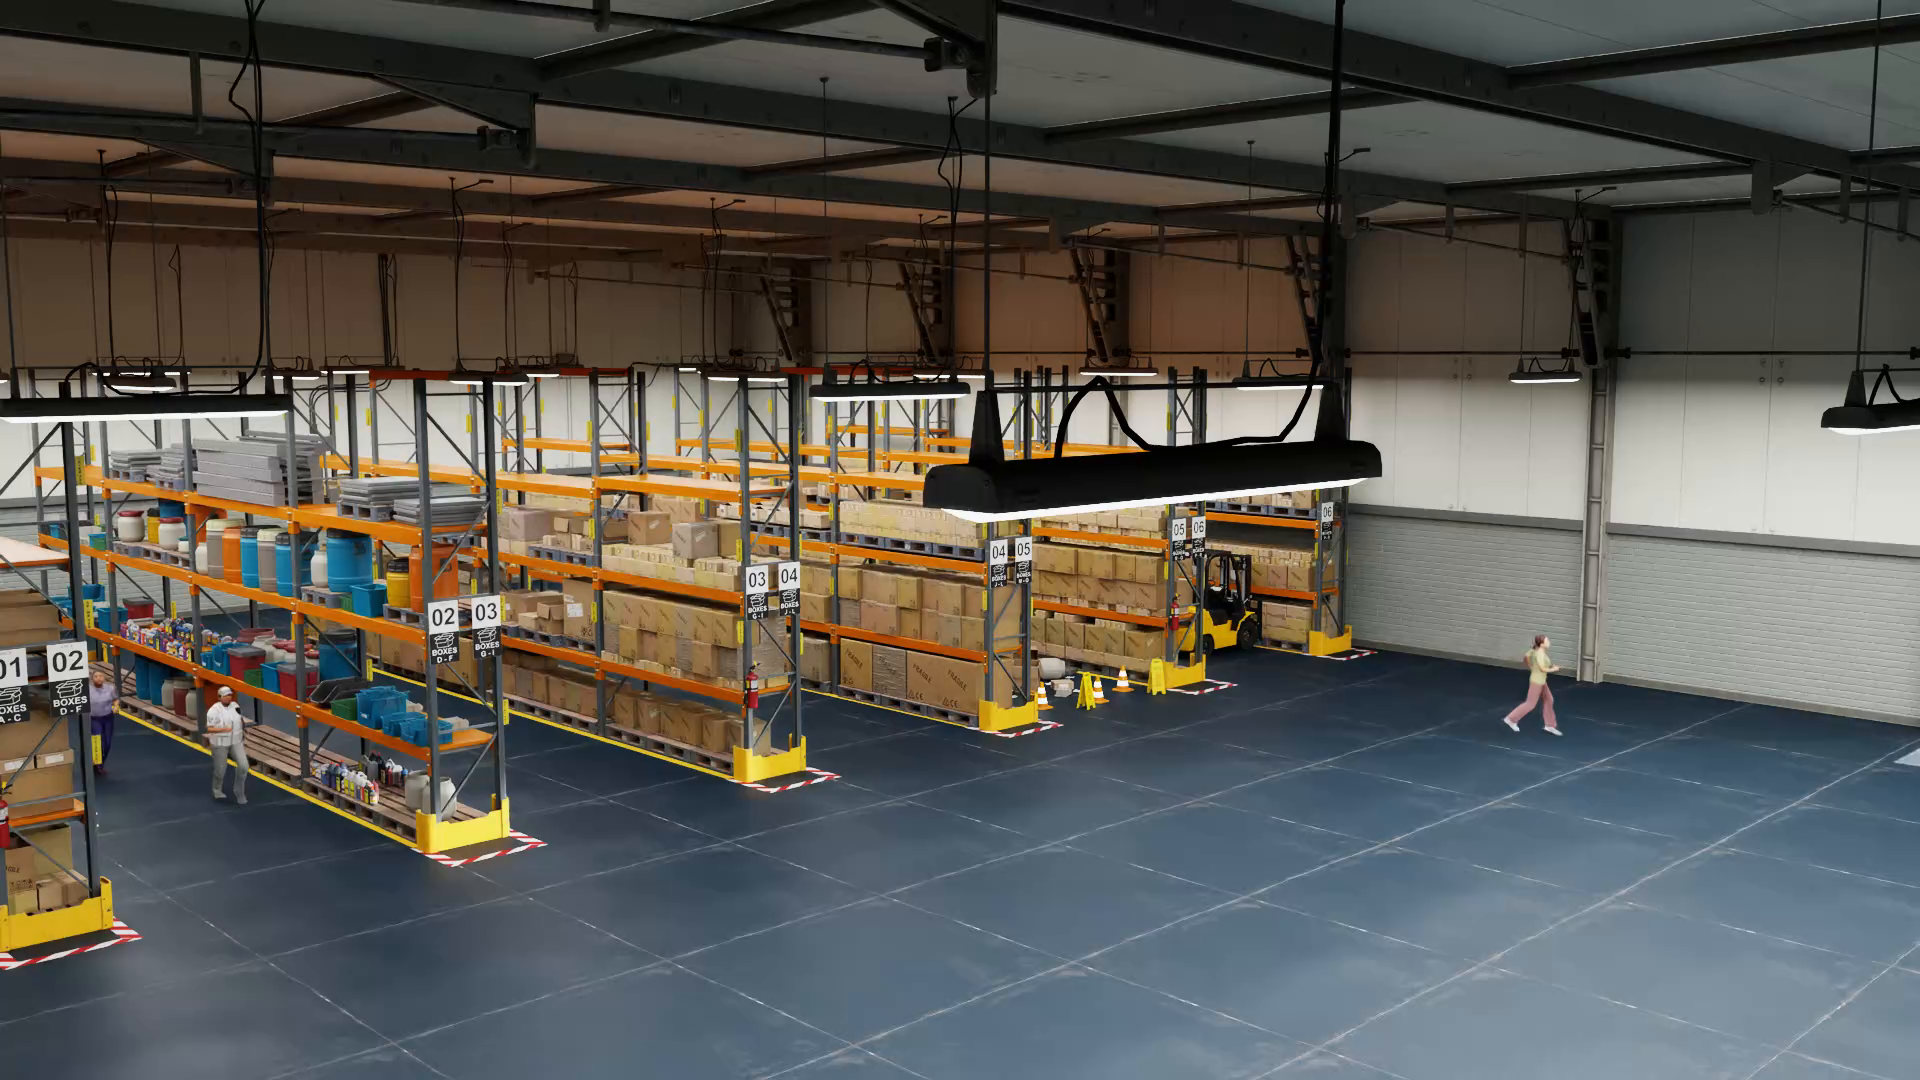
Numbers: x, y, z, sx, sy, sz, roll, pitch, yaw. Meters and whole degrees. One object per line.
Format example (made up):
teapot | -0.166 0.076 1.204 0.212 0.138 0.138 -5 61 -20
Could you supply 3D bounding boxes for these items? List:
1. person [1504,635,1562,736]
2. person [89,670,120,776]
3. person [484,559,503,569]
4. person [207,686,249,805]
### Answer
person | 9.515 2.382 27.529 0.945 1.666 0.583 1 7 13
person | -12.805 2.733 24.805 0.567 1.613 0.588 6 9 41
person | -11.451 0.933 40.423 0.516 1.697 0.771 -4 8 -32
person | -10.281 2.889 23.345 0.554 1.705 0.759 -6 9 -45
